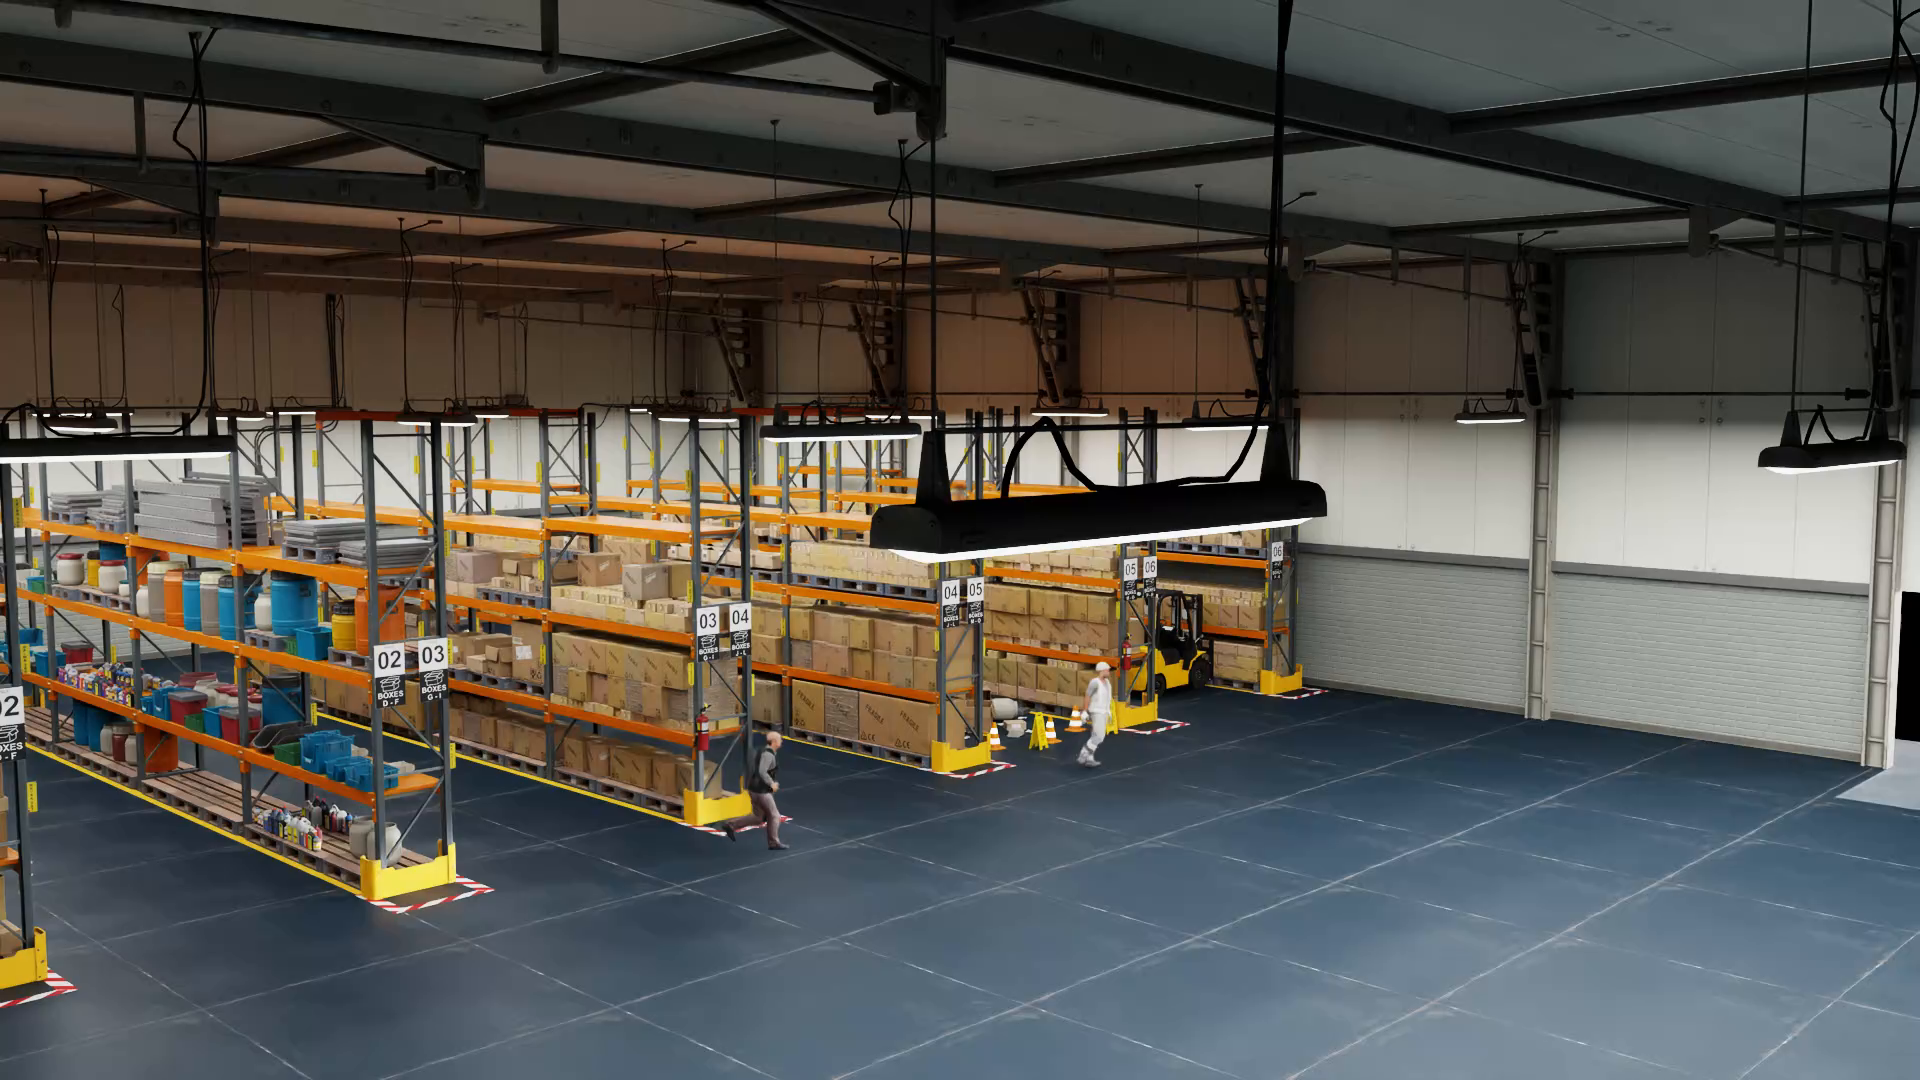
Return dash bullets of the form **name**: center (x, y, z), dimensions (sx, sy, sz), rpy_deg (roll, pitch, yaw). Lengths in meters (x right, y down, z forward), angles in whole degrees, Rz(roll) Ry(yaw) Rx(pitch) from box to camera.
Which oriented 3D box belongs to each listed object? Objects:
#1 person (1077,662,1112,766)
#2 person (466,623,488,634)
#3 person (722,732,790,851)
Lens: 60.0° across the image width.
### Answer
- **person**: center (2.319, 2.943, 28.129), dimensions (0.448, 1.765, 0.674), rpy_deg (4, 6, 36)
- **person**: center (-10.430, 2.457, 35.769), dimensions (0.572, 1.458, 1.109), rpy_deg (-3, 6, -27)
- **person**: center (-2.802, 3.472, 22.845), dimensions (0.928, 1.674, 0.662), rpy_deg (-1, 5, -10)
